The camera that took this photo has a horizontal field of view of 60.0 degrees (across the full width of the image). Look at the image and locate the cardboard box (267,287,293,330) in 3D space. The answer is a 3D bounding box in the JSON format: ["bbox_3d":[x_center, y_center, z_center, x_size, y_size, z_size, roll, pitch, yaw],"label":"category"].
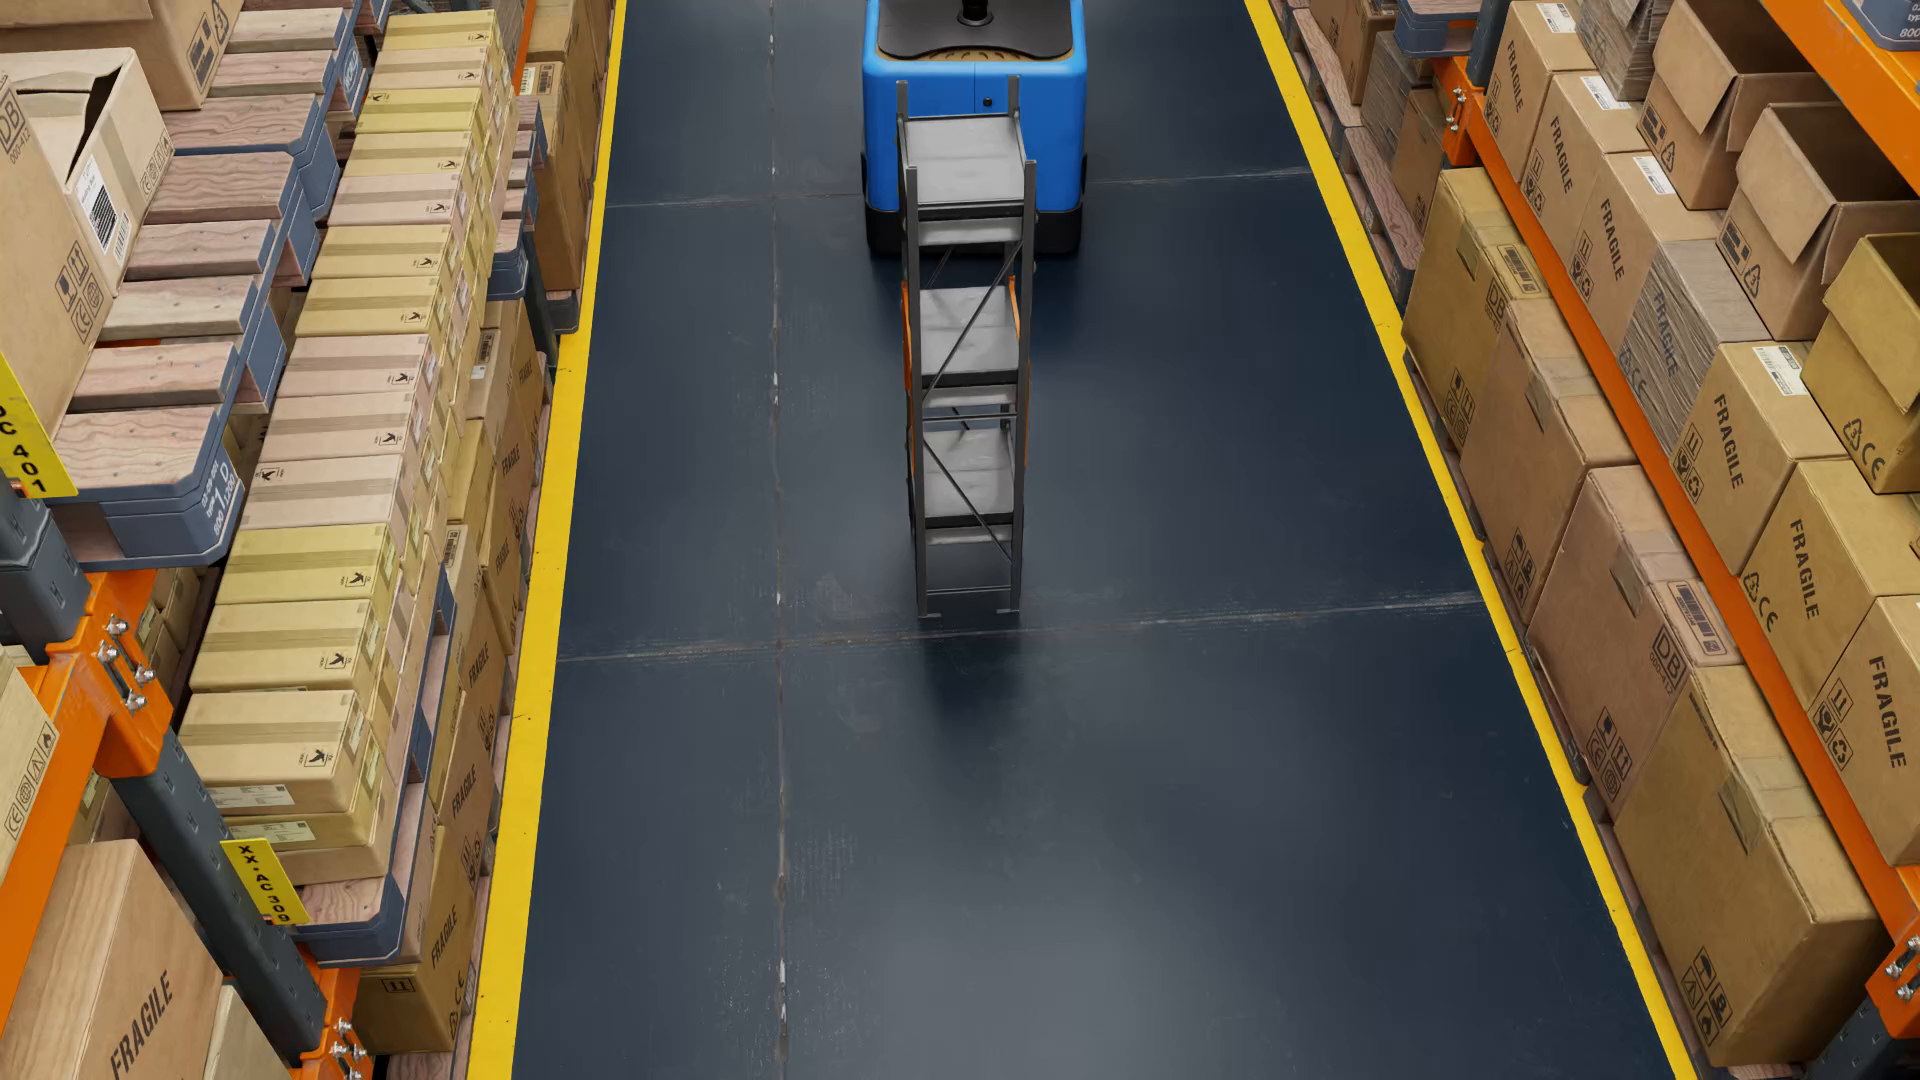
[{"bbox_3d":[-2.421,-0.774,5.437,0.380,0.149,0.250,-2,47,-2],"label":"cardboard box"}]

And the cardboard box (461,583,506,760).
[{"bbox_3d":[-1.917,0.469,5.809,0.500,0.500,0.500,-3,47,-3],"label":"cardboard box"}]

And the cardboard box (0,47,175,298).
[{"bbox_3d":[-1.881,-0.729,3.217,0.500,0.311,0.500,-4,47,-4],"label":"cardboard box"}]

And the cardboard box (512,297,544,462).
[{"bbox_3d":[-2.036,-0.653,6.872,0.500,0.500,0.500,-4,47,-3],"label":"cardboard box"}]

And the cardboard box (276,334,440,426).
[{"bbox_3d":[-1.700,-0.445,4.716,0.380,0.149,0.250,-2,47,-2],"label":"cardboard box"}]

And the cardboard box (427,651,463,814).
[{"bbox_3d":[-1.862,0.587,5.181,0.500,0.250,0.500,-2,47,-2],"label":"cardboard box"}]

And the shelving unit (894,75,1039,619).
[{"bbox_3d":[0.014,-0.602,6.011,0.431,2.100,0.503,-3,47,-3],"label":"shelving unit"}]

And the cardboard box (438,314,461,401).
[{"bbox_3d":[-1.724,-0.539,5.010,0.380,0.149,0.250,-4,47,-4],"label":"cardboard box"}]

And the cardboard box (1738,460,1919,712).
[{"bbox_3d":[2.589,0.123,4.636,0.500,0.500,0.500,-2,47,-2],"label":"cardboard box"}]

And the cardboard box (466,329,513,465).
[{"bbox_3d":[-1.980,-0.528,6.236,0.500,0.250,0.500,-3,47,-3],"label":"cardboard box"}]

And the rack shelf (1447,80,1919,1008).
[{"bbox_3d":[2.767,-0.362,5.659,1.077,0.370,4.000,-3,47,-3],"label":"rack shelf"}]

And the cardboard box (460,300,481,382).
[{"bbox_3d":[-1.750,-0.629,5.300,0.380,0.149,0.250,-2,47,-2],"label":"cardboard box"}]

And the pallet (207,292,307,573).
[{"bbox_3d":[-2.145,-0.333,5.268,1.003,0.211,1.213,-3,47,-3],"label":"pallet"}]

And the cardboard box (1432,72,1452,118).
[{"bbox_3d":[2.514,-2.089,7.702,0.500,0.250,0.500,-2,47,-2],"label":"cardboard box"}]

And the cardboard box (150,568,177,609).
[{"bbox_3d":[-2.315,0.062,4.441,0.380,0.149,0.250,-5,47,-5],"label":"cardboard box"}]

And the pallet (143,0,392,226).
[{"bbox_3d":[-2.052,-1.105,3.930,1.213,0.211,1.003,-3,47,-3],"label":"pallet"}]

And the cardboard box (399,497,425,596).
[{"bbox_3d":[-1.659,0.030,4.471,0.380,0.149,0.250,-5,47,-5],"label":"cardboard box"}]

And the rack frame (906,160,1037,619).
[{"bbox_3d":[0.034,-0.426,5.844,0.400,2.100,0.015,-3,47,-3],"label":"rack frame"}]

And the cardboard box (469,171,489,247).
[{"bbox_3d":[-1.787,-1.095,5.536,0.380,0.149,0.250,-3,47,-3],"label":"cardboard box"}]

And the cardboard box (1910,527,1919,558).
[{"bbox_3d":[2.873,-0.004,4.064,0.797,0.503,0.637,-5,47,-4],"label":"cardboard box"}]

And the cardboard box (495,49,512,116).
[{"bbox_3d":[-1.856,-1.659,6.071,0.380,0.149,0.250,-3,47,-2],"label":"cardboard box"}]

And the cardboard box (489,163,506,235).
[{"bbox_3d":[-1.811,-1.192,5.833,0.380,0.149,0.250,-3,47,-3],"label":"cardboard box"}]

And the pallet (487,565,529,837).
[{"bbox_3d":[-2.188,0.576,6.195,1.003,0.211,1.213,-3,47,-3],"label":"pallet"}]

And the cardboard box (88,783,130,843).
[{"bbox_3d":[-2.247,0.732,4.011,0.380,0.149,0.250,-4,47,-4],"label":"cardboard box"}]

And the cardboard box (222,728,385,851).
[{"bbox_3d":[-1.591,0.592,3.939,0.380,0.149,0.250,-3,47,-3],"label":"cardboard box"}]

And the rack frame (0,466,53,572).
[{"bbox_3d":[-2.016,-0.997,1.633,1.000,3.000,0.127,-3,47,-3],"label":"rack frame"}]

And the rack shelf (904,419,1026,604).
[{"bbox_3d":[0.014,-0.112,6.529,0.431,0.518,0.480,-3,47,-3],"label":"rack shelf"}]

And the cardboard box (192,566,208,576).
[{"bbox_3d":[-2.338,-0.018,4.722,0.380,0.149,0.250,-5,47,-5],"label":"cardboard box"}]

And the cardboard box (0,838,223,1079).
[{"bbox_3d":[-1.708,0.909,2.998,0.500,0.500,0.500,-5,47,-5],"label":"cardboard box"}]

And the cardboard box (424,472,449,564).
[{"bbox_3d":[-1.679,-0.053,4.754,0.380,0.149,0.250,-5,47,-5],"label":"cardboard box"}]

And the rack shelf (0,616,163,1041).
[{"bbox_3d":[-1.849,1.728,1.613,1.077,0.370,4.000,-3,47,-3],"label":"rack shelf"}]

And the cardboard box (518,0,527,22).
[{"bbox_3d":[-2.165,-2.572,7.187,0.500,0.500,0.500,-4,47,-4],"label":"cardboard box"}]

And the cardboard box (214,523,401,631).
[{"bbox_3d":[-1.639,0.103,4.197,0.380,0.149,0.250,-3,47,-3],"label":"cardboard box"}]

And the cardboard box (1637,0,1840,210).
[{"bbox_3d":[2.697,-1.435,5.419,0.797,0.503,0.637,-3,47,-2],"label":"cardboard box"}]

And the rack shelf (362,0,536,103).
[{"bbox_3d":[-2.519,-3.028,8.184,1.077,0.370,4.000,-3,47,-3],"label":"rack shelf"}]

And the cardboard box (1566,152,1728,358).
[{"bbox_3d":[2.461,-0.980,5.679,0.500,0.500,0.500,-4,47,-4],"label":"cardboard box"}]

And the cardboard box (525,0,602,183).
[{"bbox_3d":[-2.389,-2.278,8.238,1.050,0.750,0.750,-3,47,-3],"label":"cardboard box"}]

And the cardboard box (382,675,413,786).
[{"bbox_3d":[-1.620,0.494,4.236,0.380,0.149,0.250,-3,47,-3],"label":"cardboard box"}]

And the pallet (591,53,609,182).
[{"bbox_3d":[-2.441,-2.325,8.943,1.003,0.211,1.213,-3,47,-3],"label":"pallet"}]

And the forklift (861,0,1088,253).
[{"bbox_3d":[0.075,-3.458,8.143,1.130,2.935,3.031,0,47,0],"label":"forklift"}]

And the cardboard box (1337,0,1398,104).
[{"bbox_3d":[2.410,-2.642,8.742,0.700,0.500,0.500,0,47,0],"label":"cardboard box"}]

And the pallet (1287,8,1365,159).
[{"bbox_3d":[2.437,-2.544,9.151,1.003,0.211,1.213,-3,47,-3],"label":"pallet"}]

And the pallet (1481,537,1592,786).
[{"bbox_3d":[2.690,0.358,6.402,1.003,0.211,1.213,-3,47,-3],"label":"pallet"}]

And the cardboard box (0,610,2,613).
[{"bbox_3d":[-2.288,0.143,4.159,0.380,0.149,0.250,-5,47,-5],"label":"cardboard box"}]

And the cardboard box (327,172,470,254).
[{"bbox_3d":[-1.772,-1.025,5.266,0.380,0.149,0.250,-3,47,-3],"label":"cardboard box"}]

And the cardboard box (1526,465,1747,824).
[{"bbox_3d":[2.785,0.315,5.696,1.225,0.875,0.875,-5,47,-5],"label":"cardboard box"}]

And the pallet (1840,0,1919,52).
[{"bbox_3d":[2.803,-1.752,4.544,1.003,0.211,1.213,-2,47,-1],"label":"pallet"}]

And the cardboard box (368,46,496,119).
[{"bbox_3d":[-1.835,-1.583,5.793,0.380,0.149,0.250,-4,47,-4],"label":"cardboard box"}]
